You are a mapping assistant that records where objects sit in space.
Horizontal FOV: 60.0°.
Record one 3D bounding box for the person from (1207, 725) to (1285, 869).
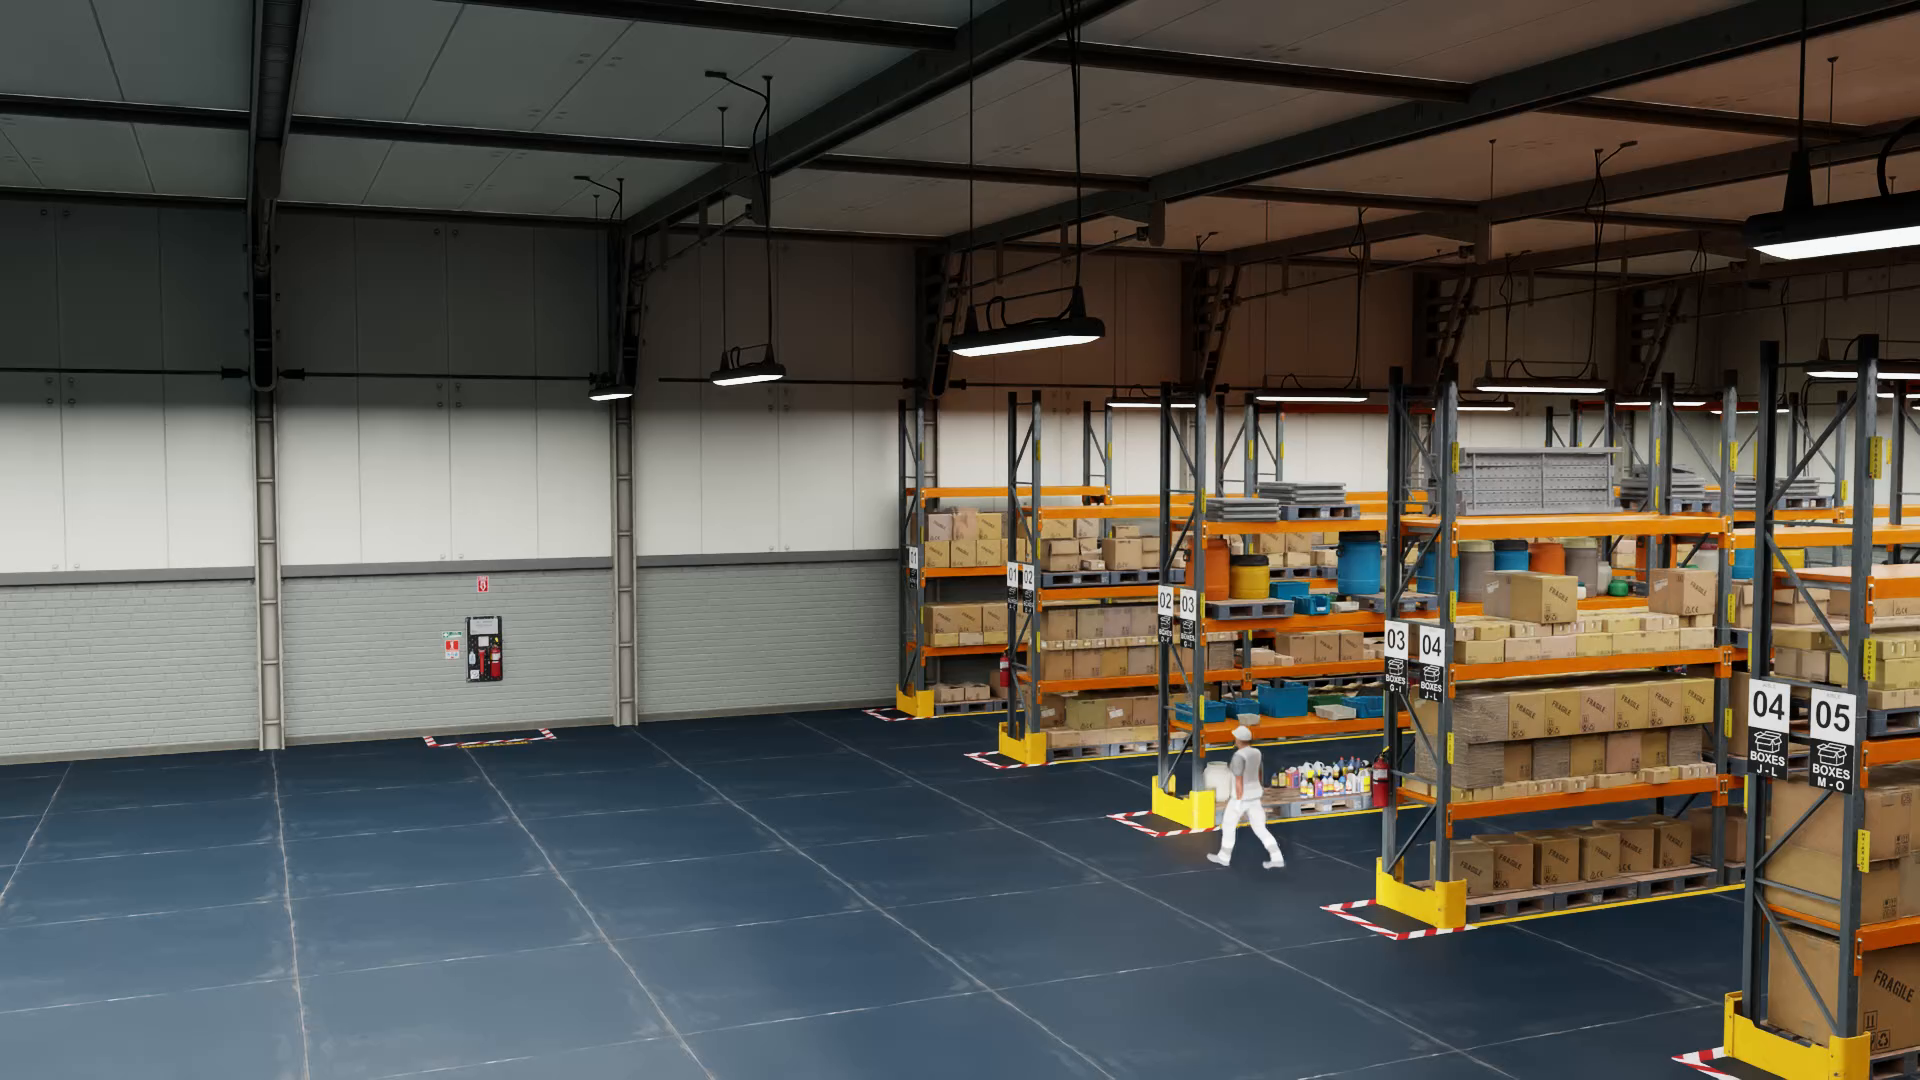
[{"bbox_3d":[3.470,3.113,20.081,0.595,1.747,1.067,-3,4,-41],"label":"person"}]
